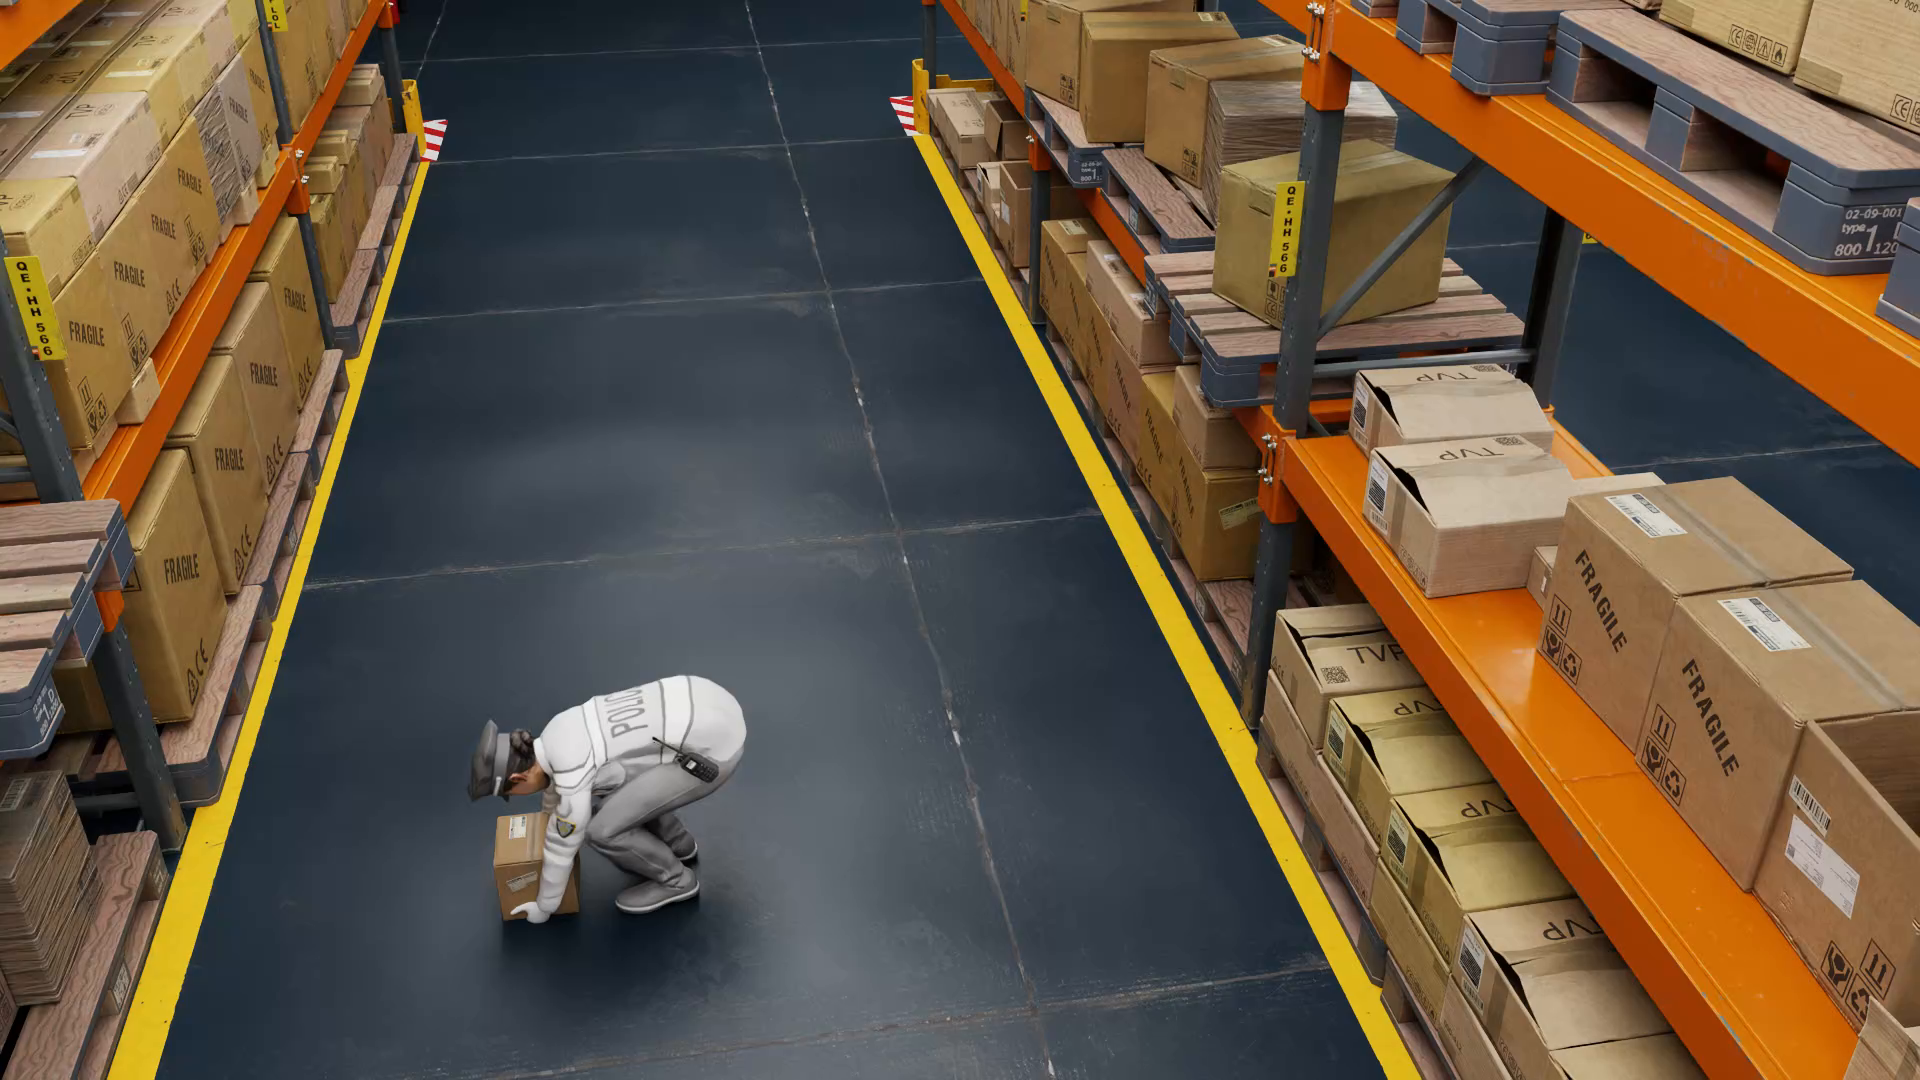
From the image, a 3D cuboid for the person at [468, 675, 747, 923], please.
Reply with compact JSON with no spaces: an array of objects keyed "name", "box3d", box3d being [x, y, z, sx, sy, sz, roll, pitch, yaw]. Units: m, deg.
[{"name":"person","box3d":[-1.158,0.870,5.565,0.910,0.783,0.443,-6,31,-10]}]
